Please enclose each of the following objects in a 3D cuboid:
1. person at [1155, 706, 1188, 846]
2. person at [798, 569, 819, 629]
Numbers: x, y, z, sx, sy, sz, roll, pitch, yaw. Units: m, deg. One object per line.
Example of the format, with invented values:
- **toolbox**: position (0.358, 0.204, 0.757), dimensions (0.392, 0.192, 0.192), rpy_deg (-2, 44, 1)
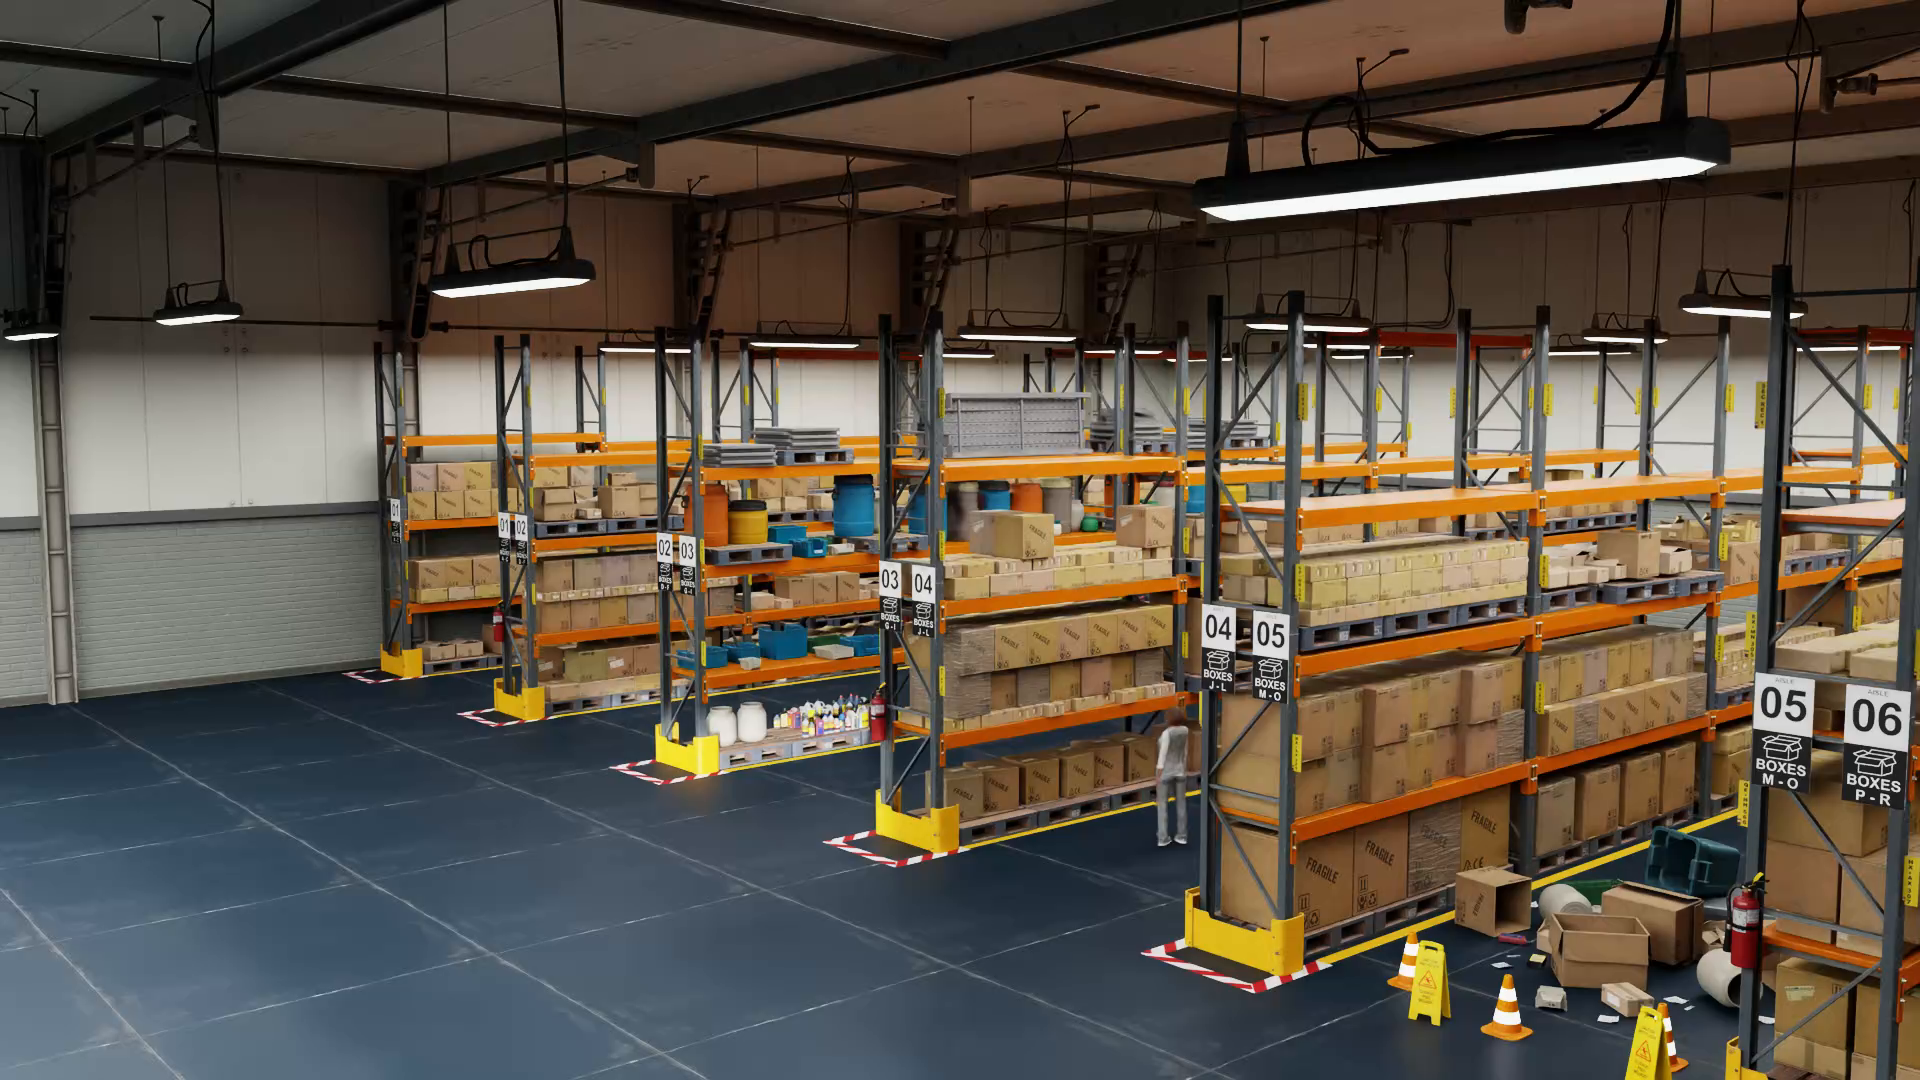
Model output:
- **person**: position (2.398, 2.661, 18.830), dimensions (0.430, 1.600, 0.314), rpy_deg (-3, 6, -28)
- **person**: position (-2.995, 1.393, 32.683), dimensions (0.503, 1.665, 0.455), rpy_deg (1, 5, 9)
